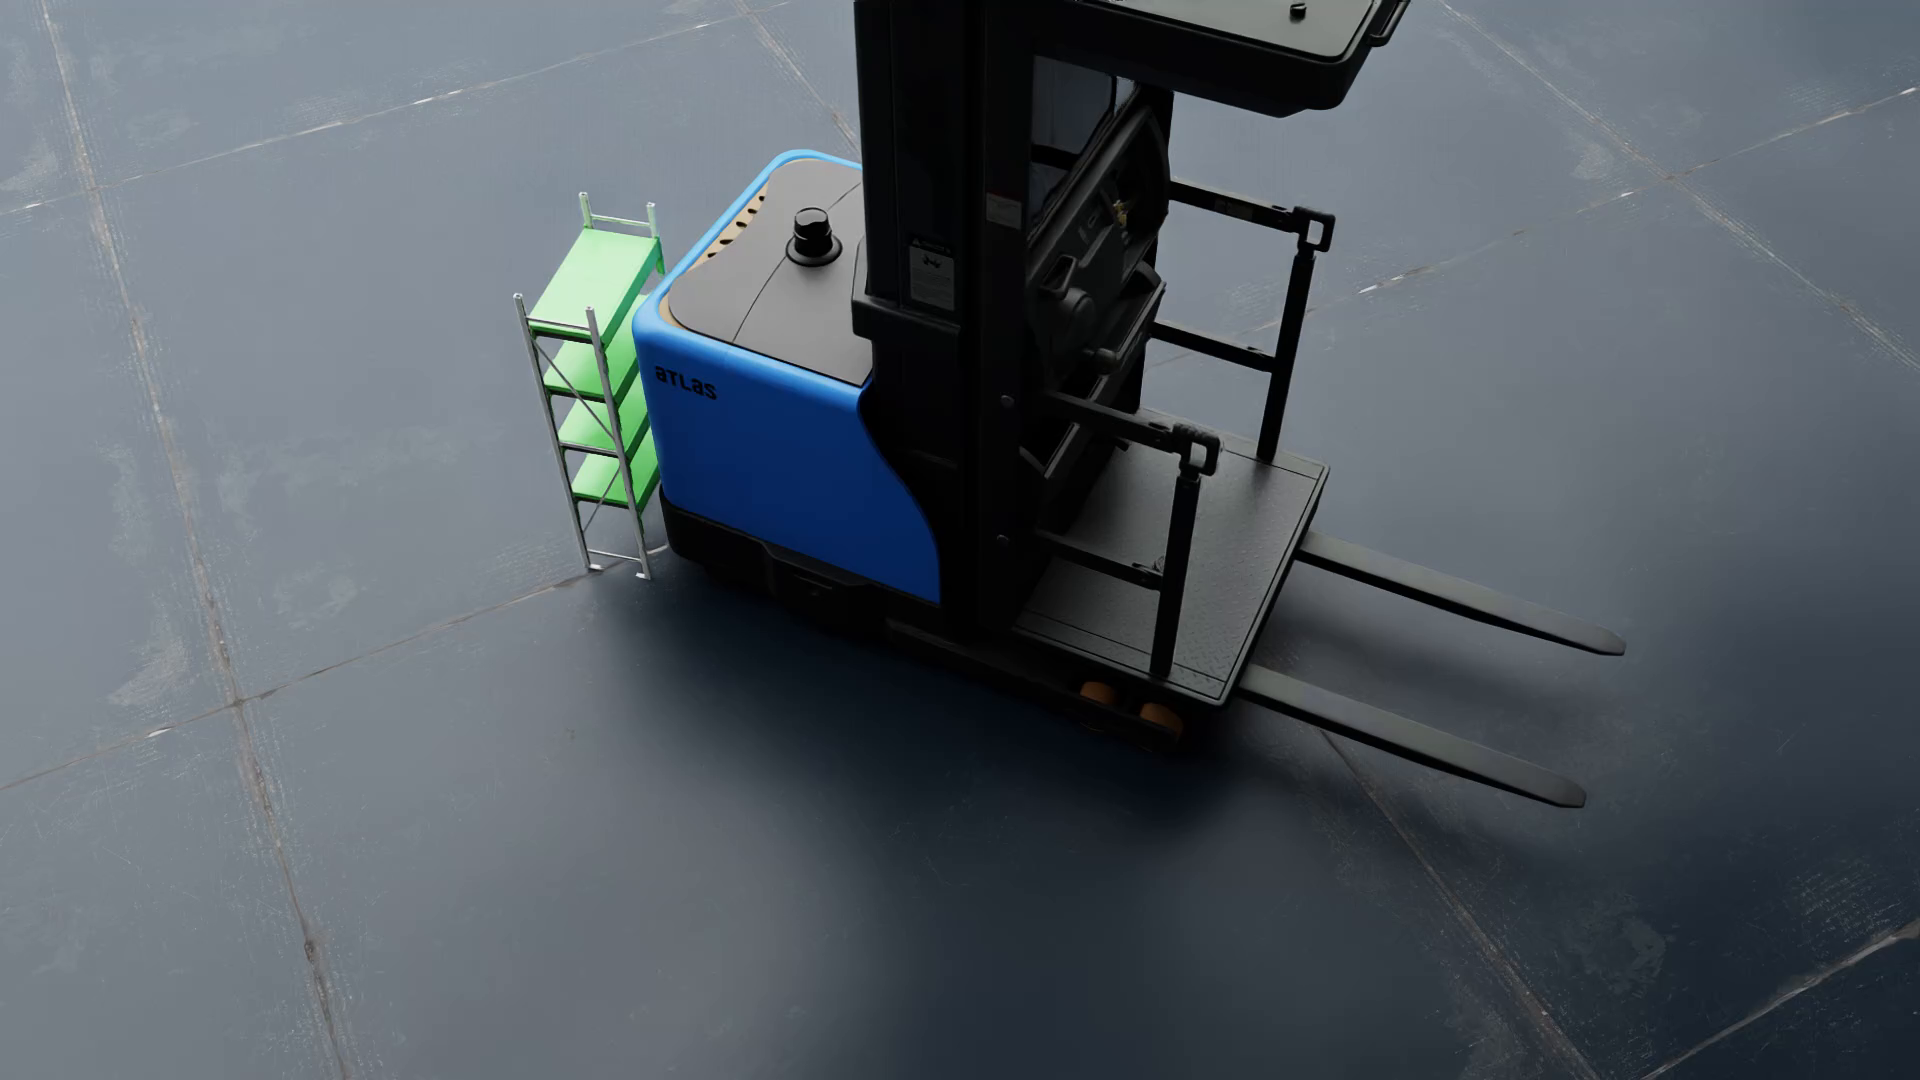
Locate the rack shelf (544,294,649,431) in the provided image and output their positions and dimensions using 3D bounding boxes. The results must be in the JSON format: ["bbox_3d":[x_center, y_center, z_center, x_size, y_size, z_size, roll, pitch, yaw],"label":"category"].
[{"bbox_3d":[-1.104,-0.580,5.226,0.258,0.148,0.480,10,50,9],"label":"rack shelf"}]

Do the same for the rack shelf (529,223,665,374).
[{"bbox_3d":[-1.104,-0.738,5.046,0.258,0.148,0.480,10,50,9],"label":"rack shelf"}]

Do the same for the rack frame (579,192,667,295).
[{"bbox_3d":[-1.045,-0.643,5.515,0.240,1.200,0.015,10,50,9],"label":"rack frame"}]

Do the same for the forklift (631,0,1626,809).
[{"bbox_3d":[0.565,-0.762,4.469,3.031,2.935,1.130,20,52,16],"label":"forklift"}]

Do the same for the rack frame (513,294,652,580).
[{"bbox_3d":[-1.162,-0.286,5.203,0.240,1.200,0.015,10,50,9],"label":"rack frame"}]

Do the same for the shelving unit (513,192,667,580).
[{"bbox_3d":[-1.104,-0.464,5.359,0.258,1.200,0.503,10,50,9],"label":"shelving unit"}]

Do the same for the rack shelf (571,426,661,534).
[{"bbox_3d":[-1.104,-0.264,5.588,0.258,0.148,0.480,10,50,9],"label":"rack shelf"}]

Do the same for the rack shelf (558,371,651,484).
[{"bbox_3d":[-1.104,-0.422,5.407,0.258,0.148,0.480,10,50,9],"label":"rack shelf"}]
